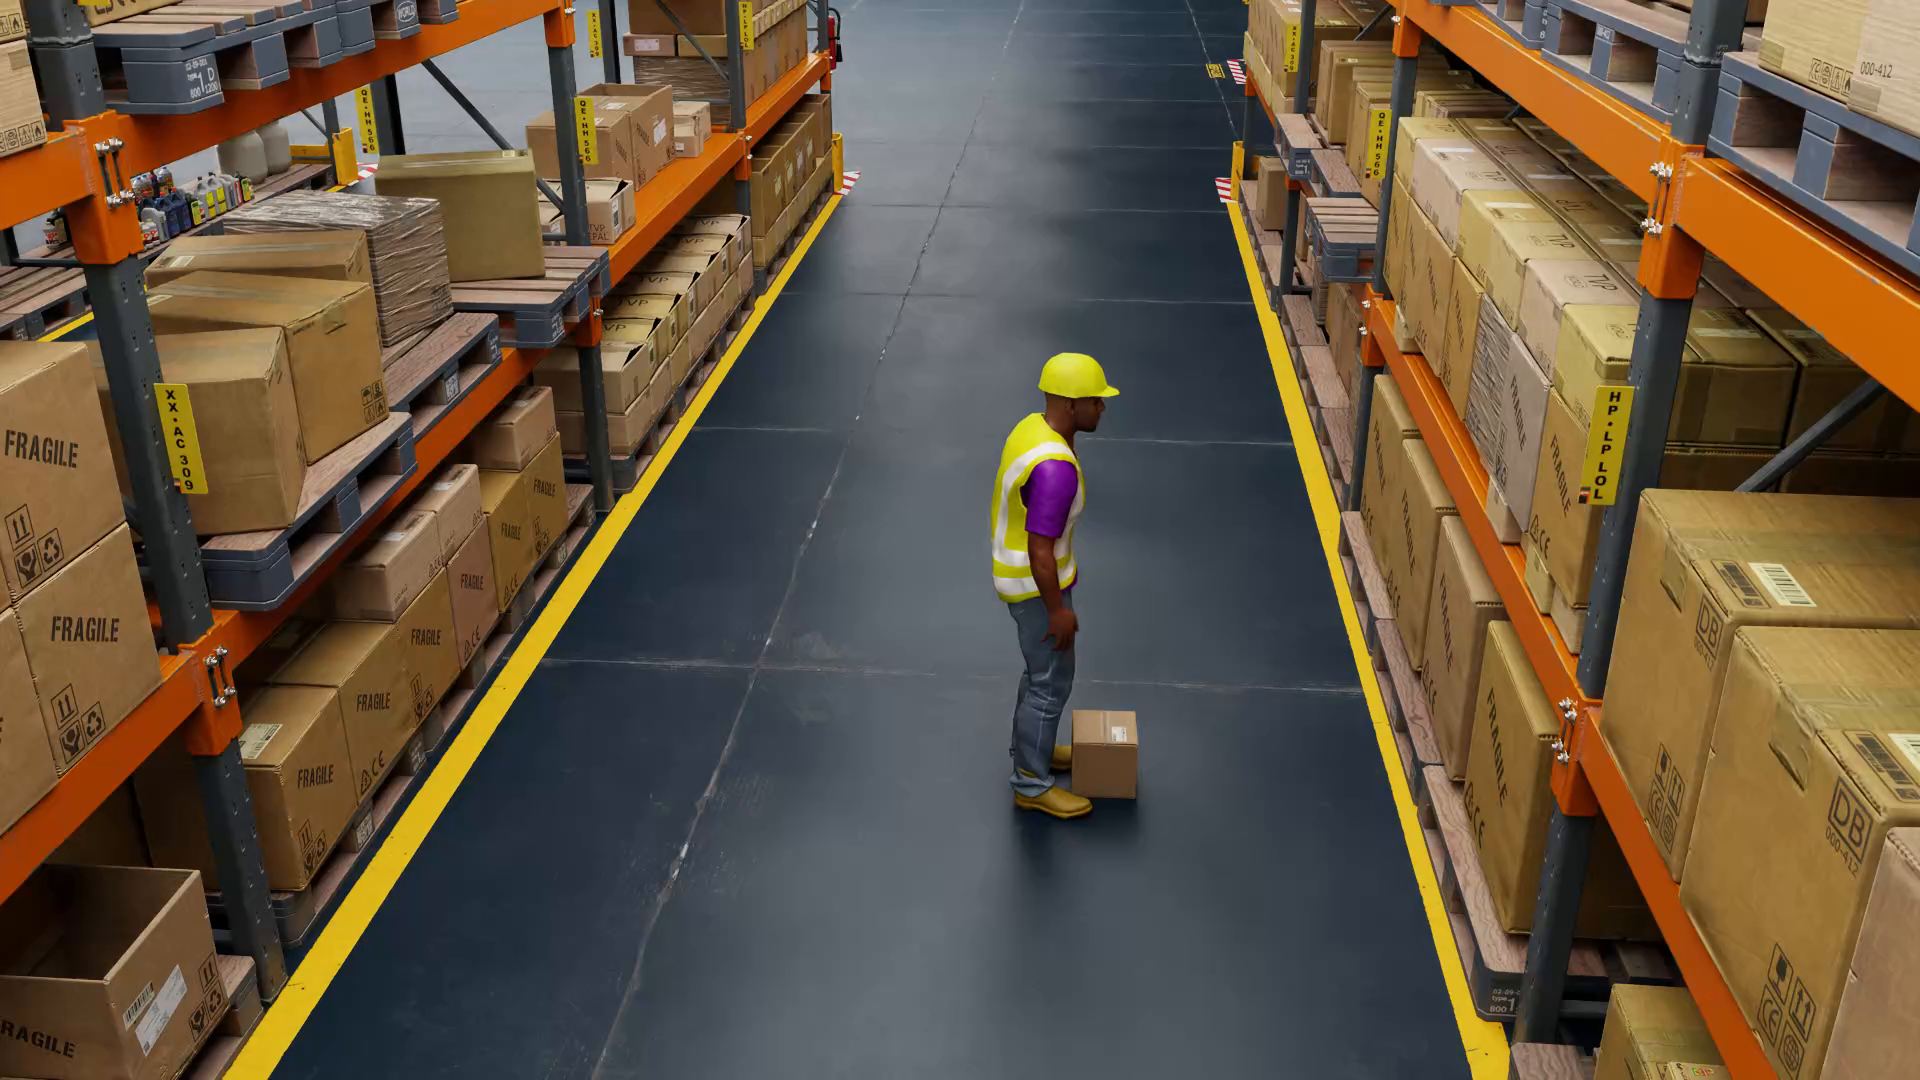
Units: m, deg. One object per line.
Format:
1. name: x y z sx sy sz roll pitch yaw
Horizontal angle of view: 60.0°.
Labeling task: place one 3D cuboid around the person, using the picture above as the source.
1. person: 0.342 0.149 6.254 0.459 1.760 0.634 0 24 1
